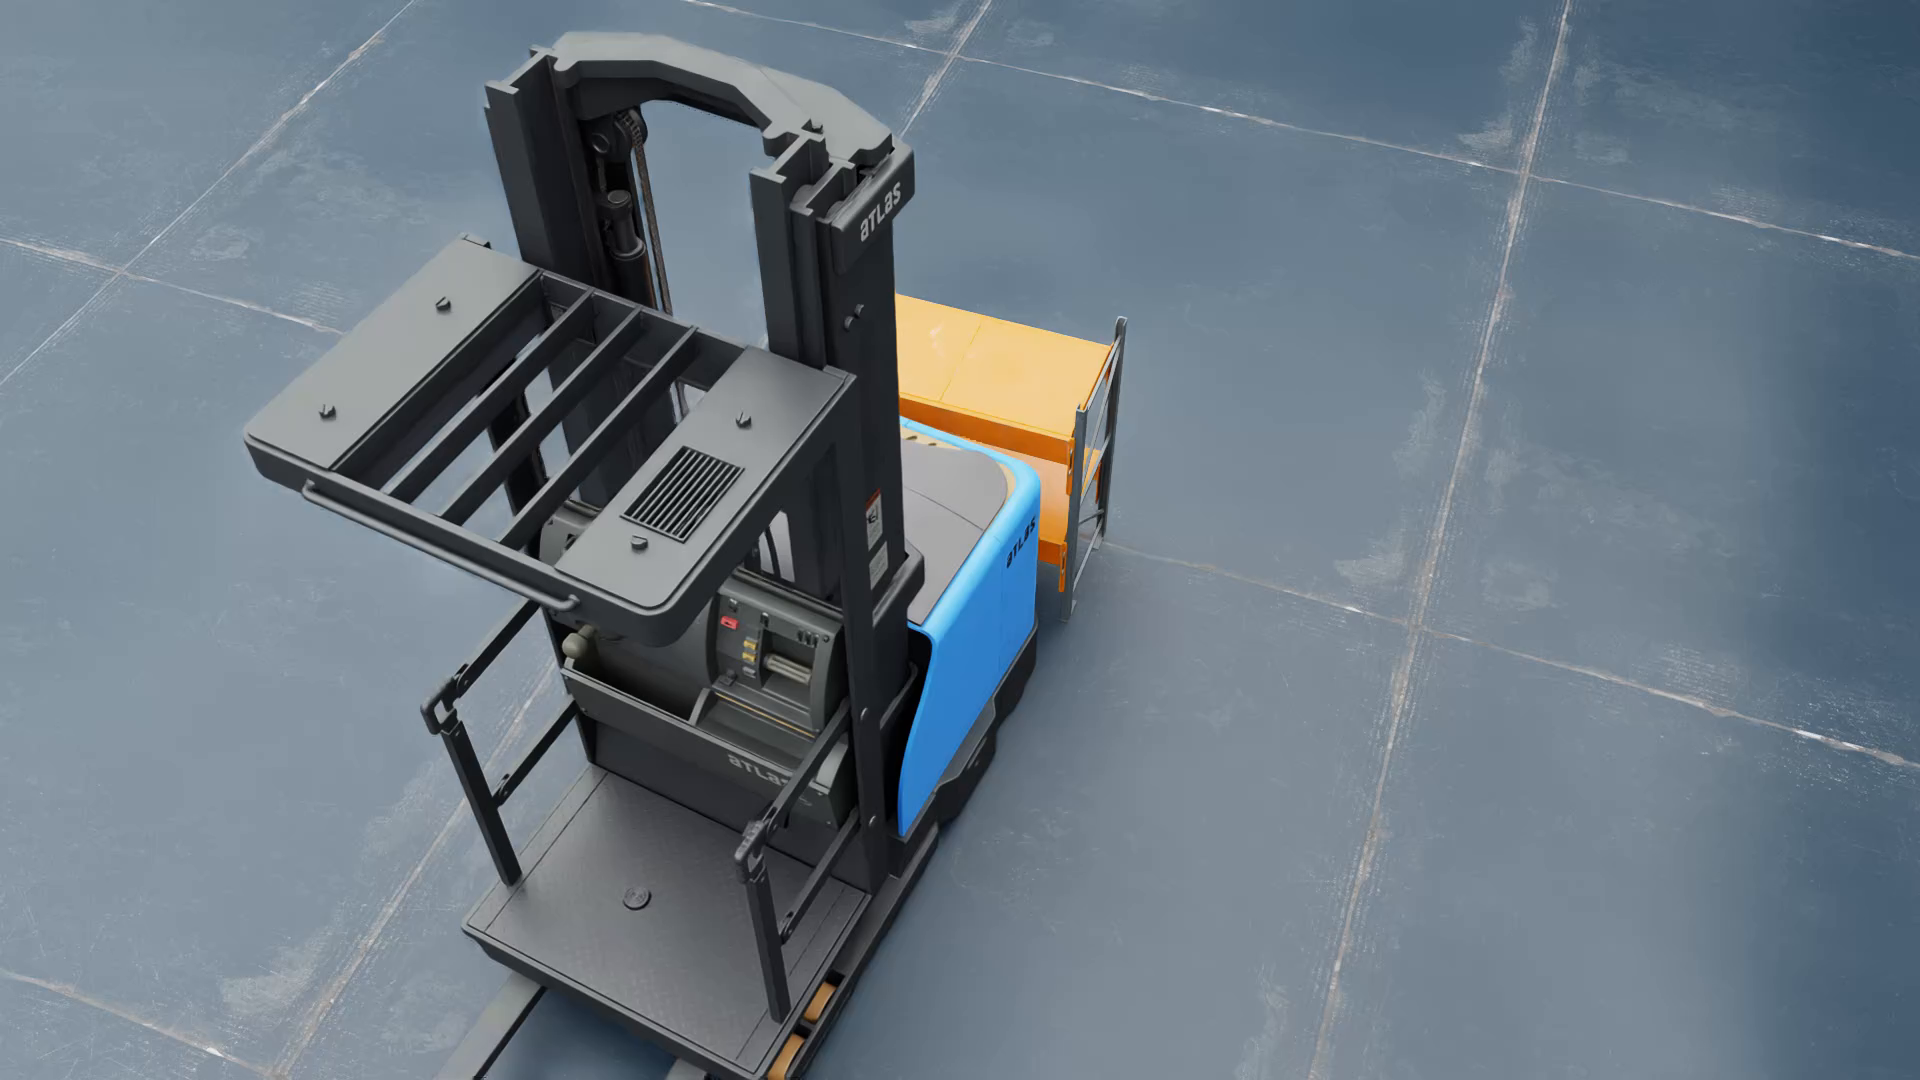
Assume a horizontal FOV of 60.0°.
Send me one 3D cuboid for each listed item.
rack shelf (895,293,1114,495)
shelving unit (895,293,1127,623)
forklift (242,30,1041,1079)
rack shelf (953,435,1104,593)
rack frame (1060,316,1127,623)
[{"bbox_3d":[0.006,-0.558,5.969,1.000,0.278,0.538,16,51,13],"label":"rack shelf"},{"bbox_3d":[0.006,-0.367,6.190,1.048,1.125,0.538,16,51,13],"label":"shelving unit"},{"bbox_3d":[-0.846,0.330,4.391,1.130,2.935,3.031,21,52,18],"label":"forklift"},{"bbox_3d":[0.006,-0.206,6.375,1.000,0.278,0.538,16,51,13],"label":"rack shelf"},{"bbox_3d":[0.483,-0.234,6.075,0.032,1.125,0.500,16,51,13],"label":"rack frame"}]
